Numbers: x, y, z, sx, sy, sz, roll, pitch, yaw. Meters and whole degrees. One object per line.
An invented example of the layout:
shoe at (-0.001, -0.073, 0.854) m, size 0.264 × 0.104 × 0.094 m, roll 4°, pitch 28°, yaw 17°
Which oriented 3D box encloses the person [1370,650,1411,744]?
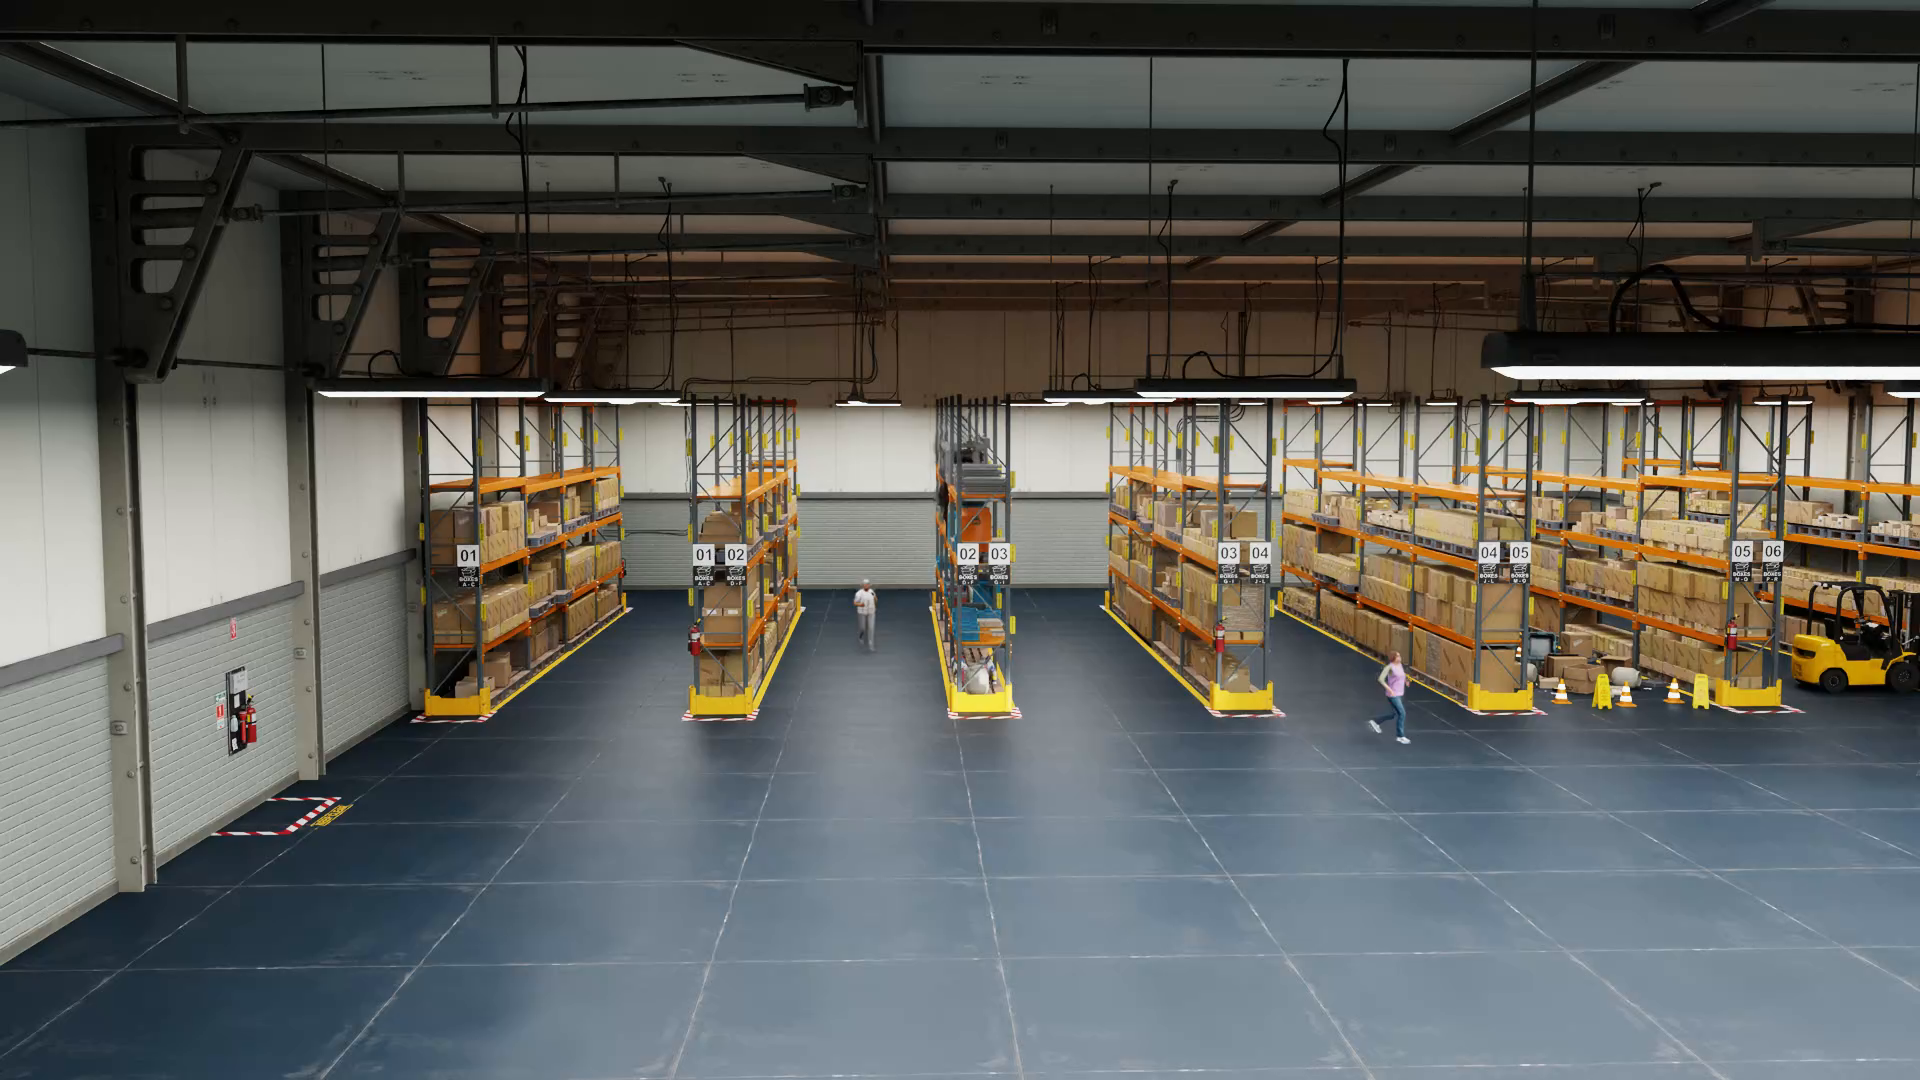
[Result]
person at (7.447, 2.682, 28.687) m, size 0.756 × 1.597 × 0.532 m, roll 4°, pitch 6°, yaw 41°

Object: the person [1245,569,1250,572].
person at (8.055, 1.307, 45.598) m, size 0.690 × 1.689 × 0.646 m, roll 0°, pitch 5°, yaw 5°

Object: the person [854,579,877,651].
person at (-2.234, 1.765, 39.600) m, size 0.606 × 1.666 × 0.924 m, roll -1°, pitch 5°, yaw -16°
